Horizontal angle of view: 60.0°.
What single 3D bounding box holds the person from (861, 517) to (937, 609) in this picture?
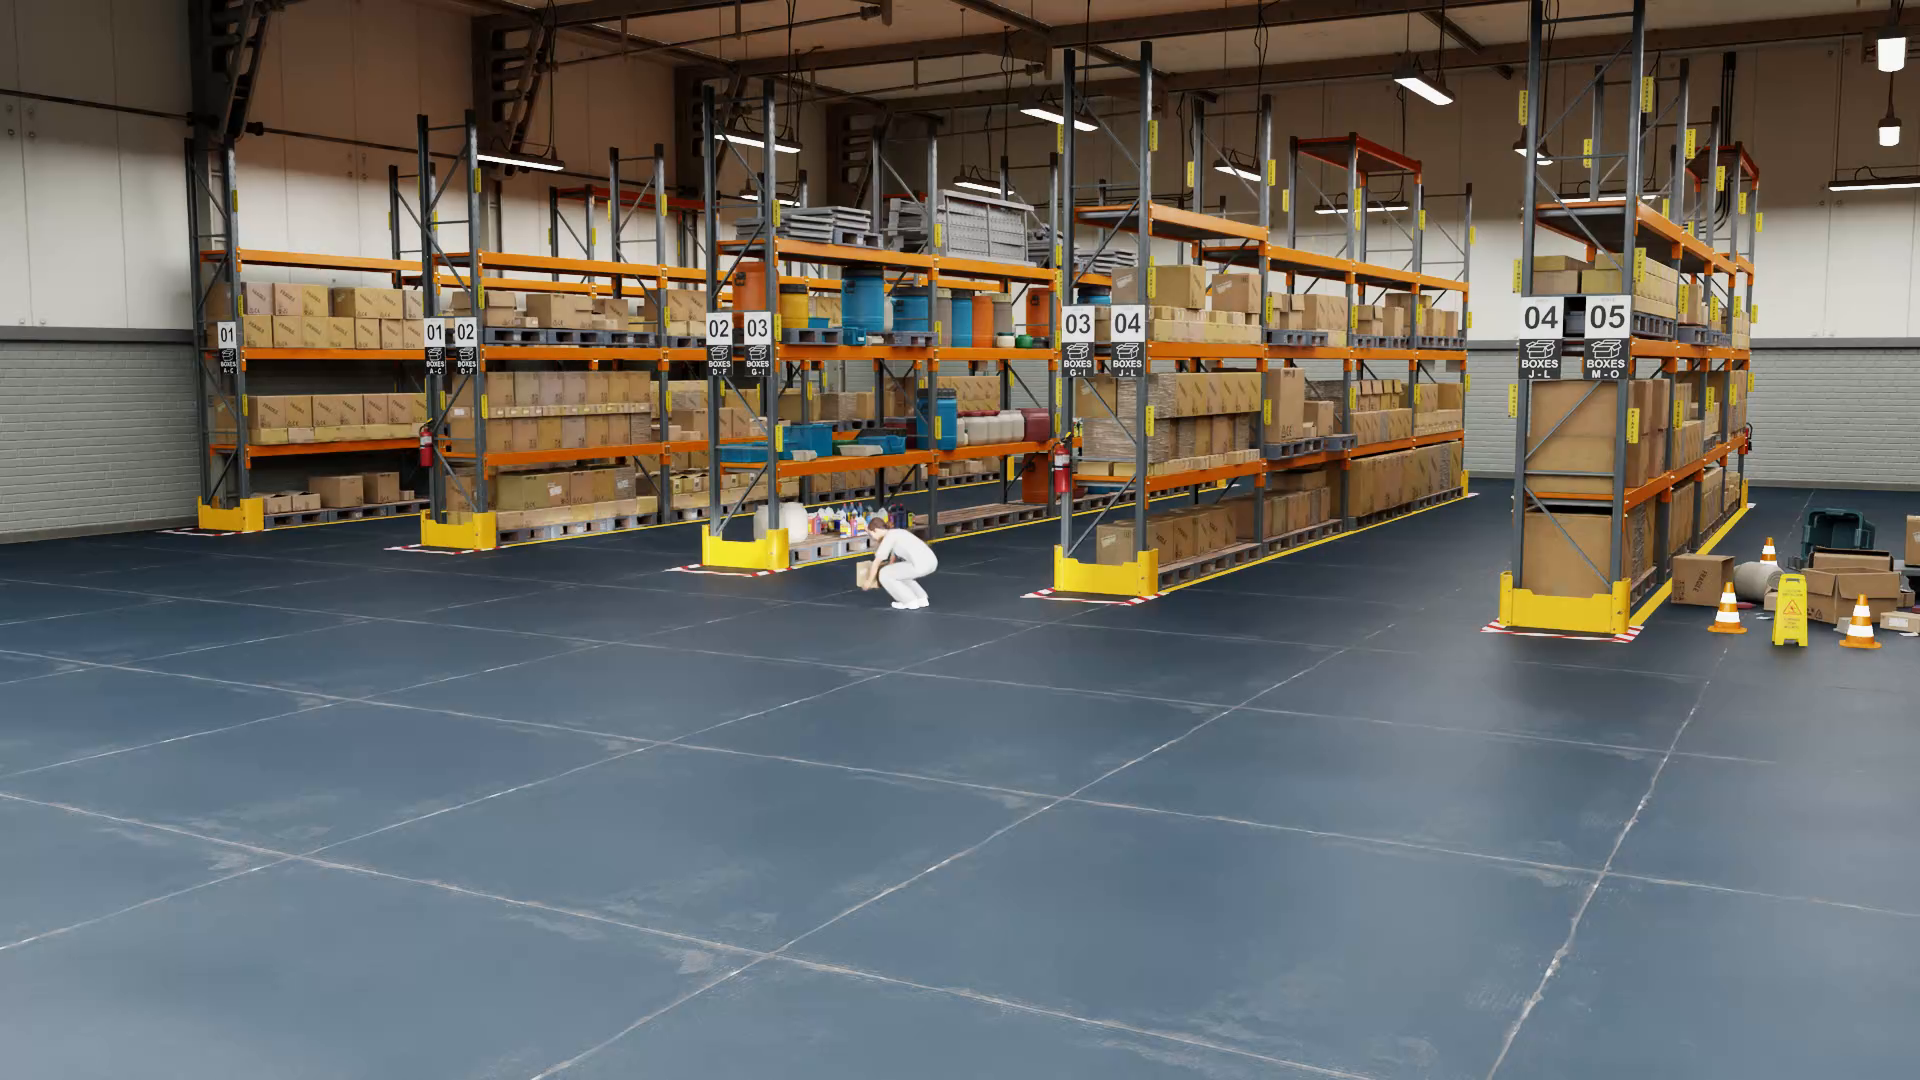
[{"bbox_3d":[-0.639,0.237,17.585,0.801,0.946,0.487,3,7,28],"label":"person"}]
